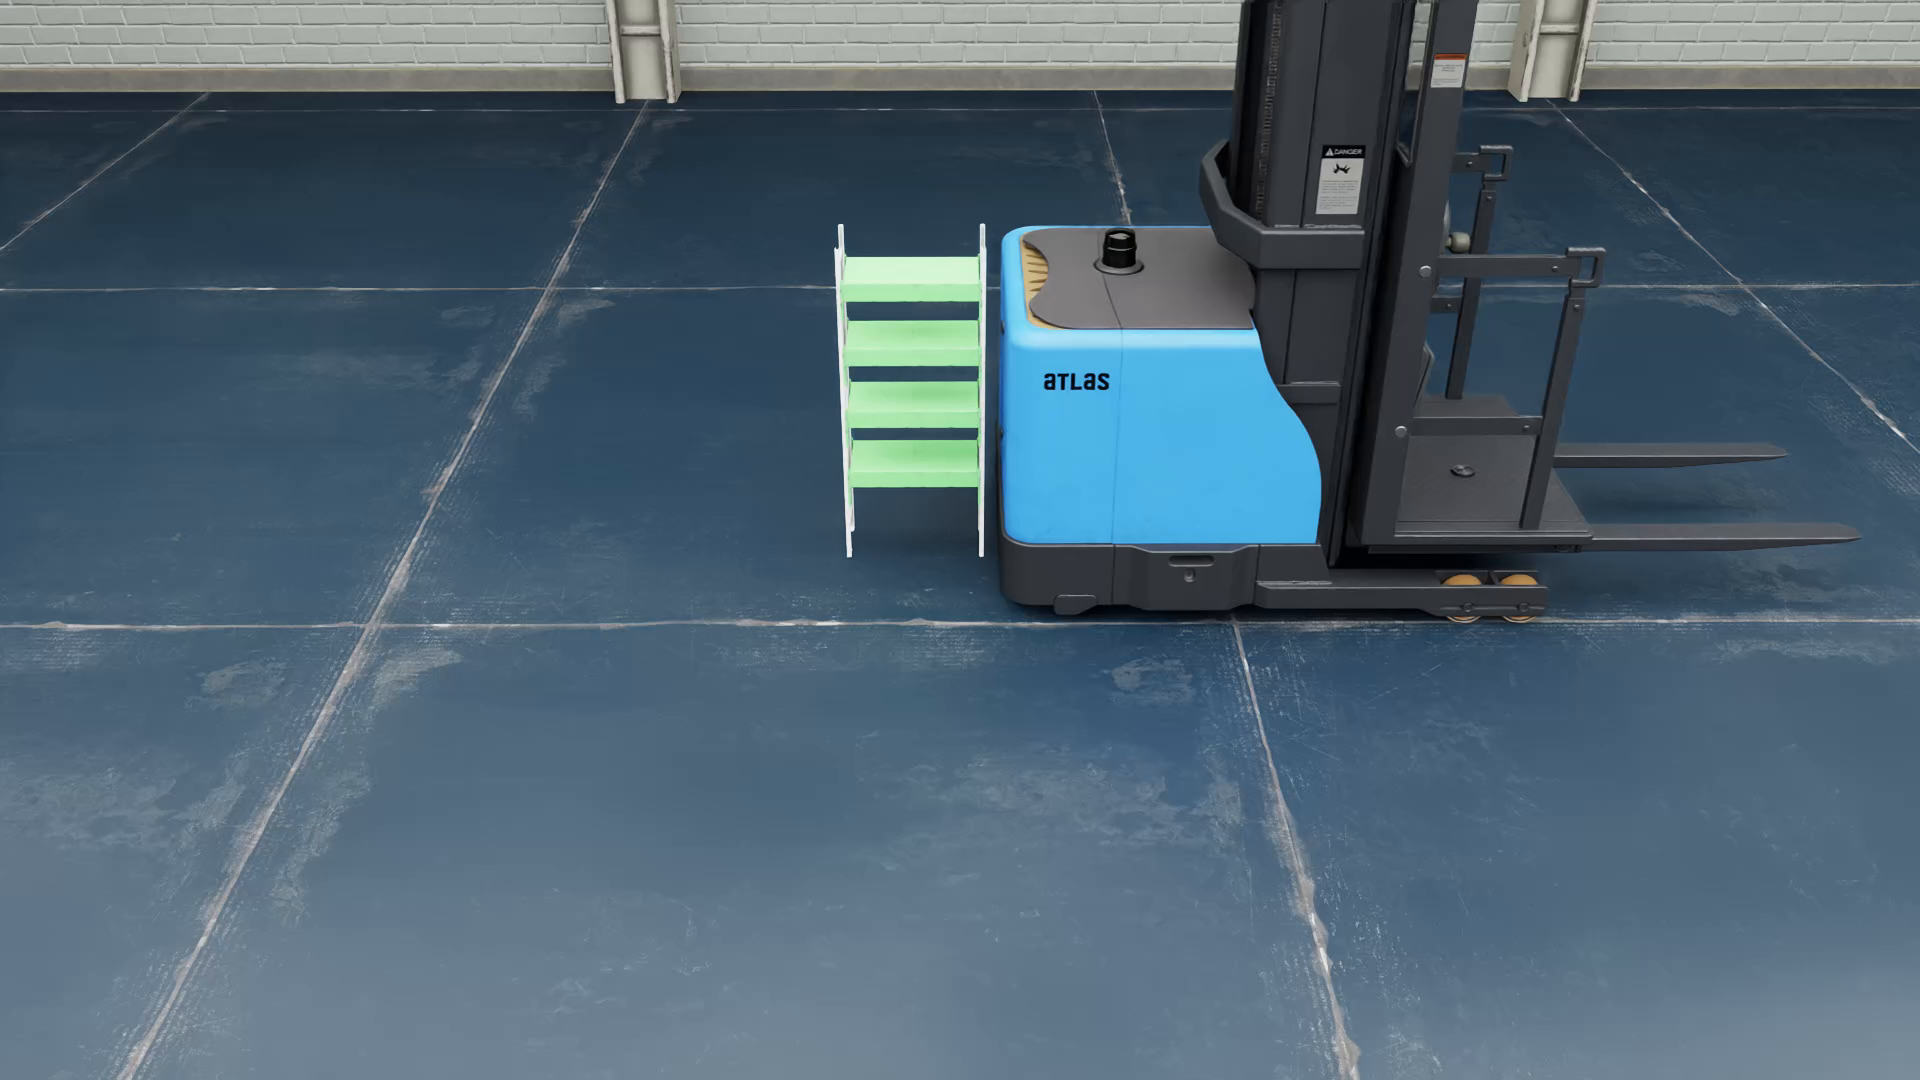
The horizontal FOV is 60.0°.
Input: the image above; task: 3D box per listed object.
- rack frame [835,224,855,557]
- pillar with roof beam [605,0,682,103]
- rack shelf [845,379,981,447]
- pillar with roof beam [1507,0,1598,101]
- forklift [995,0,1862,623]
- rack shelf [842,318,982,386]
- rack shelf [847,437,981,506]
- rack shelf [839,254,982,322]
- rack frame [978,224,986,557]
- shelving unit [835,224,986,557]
[{"bbox_3d":[-0.410,-0.512,5.937,0.015,1.200,0.240,0,31,0],"label":"rack frame"},{"bbox_3d":[-2.059,-4.593,5.146,0.400,9.000,9.100,0,31,0],"label":"pillar with roof beam"},{"bbox_3d":[-0.166,-0.458,5.971,0.480,0.148,0.258,0,31,0],"label":"rack shelf"},{"bbox_3d":[3.941,-4.612,5.176,0.400,9.000,9.100,0,31,0],"label":"pillar with roof beam"},{"bbox_3d":[1.655,-1.242,5.471,3.031,2.935,1.130,0,31,0],"label":"forklift"},{"bbox_3d":[-0.166,-0.663,5.847,0.480,0.148,0.258,0,31,0],"label":"rack shelf"},{"bbox_3d":[-0.166,-0.253,6.096,0.480,0.148,0.258,0,31,0],"label":"rack shelf"},{"bbox_3d":[-0.166,-0.868,5.722,0.480,0.148,0.258,0,31,0],"label":"rack shelf"},{"bbox_3d":[0.078,-0.513,5.939,0.015,1.200,0.240,0,31,0],"label":"rack frame"},{"bbox_3d":[-0.166,-0.512,5.938,0.503,1.200,0.258,0,31,0],"label":"shelving unit"}]
